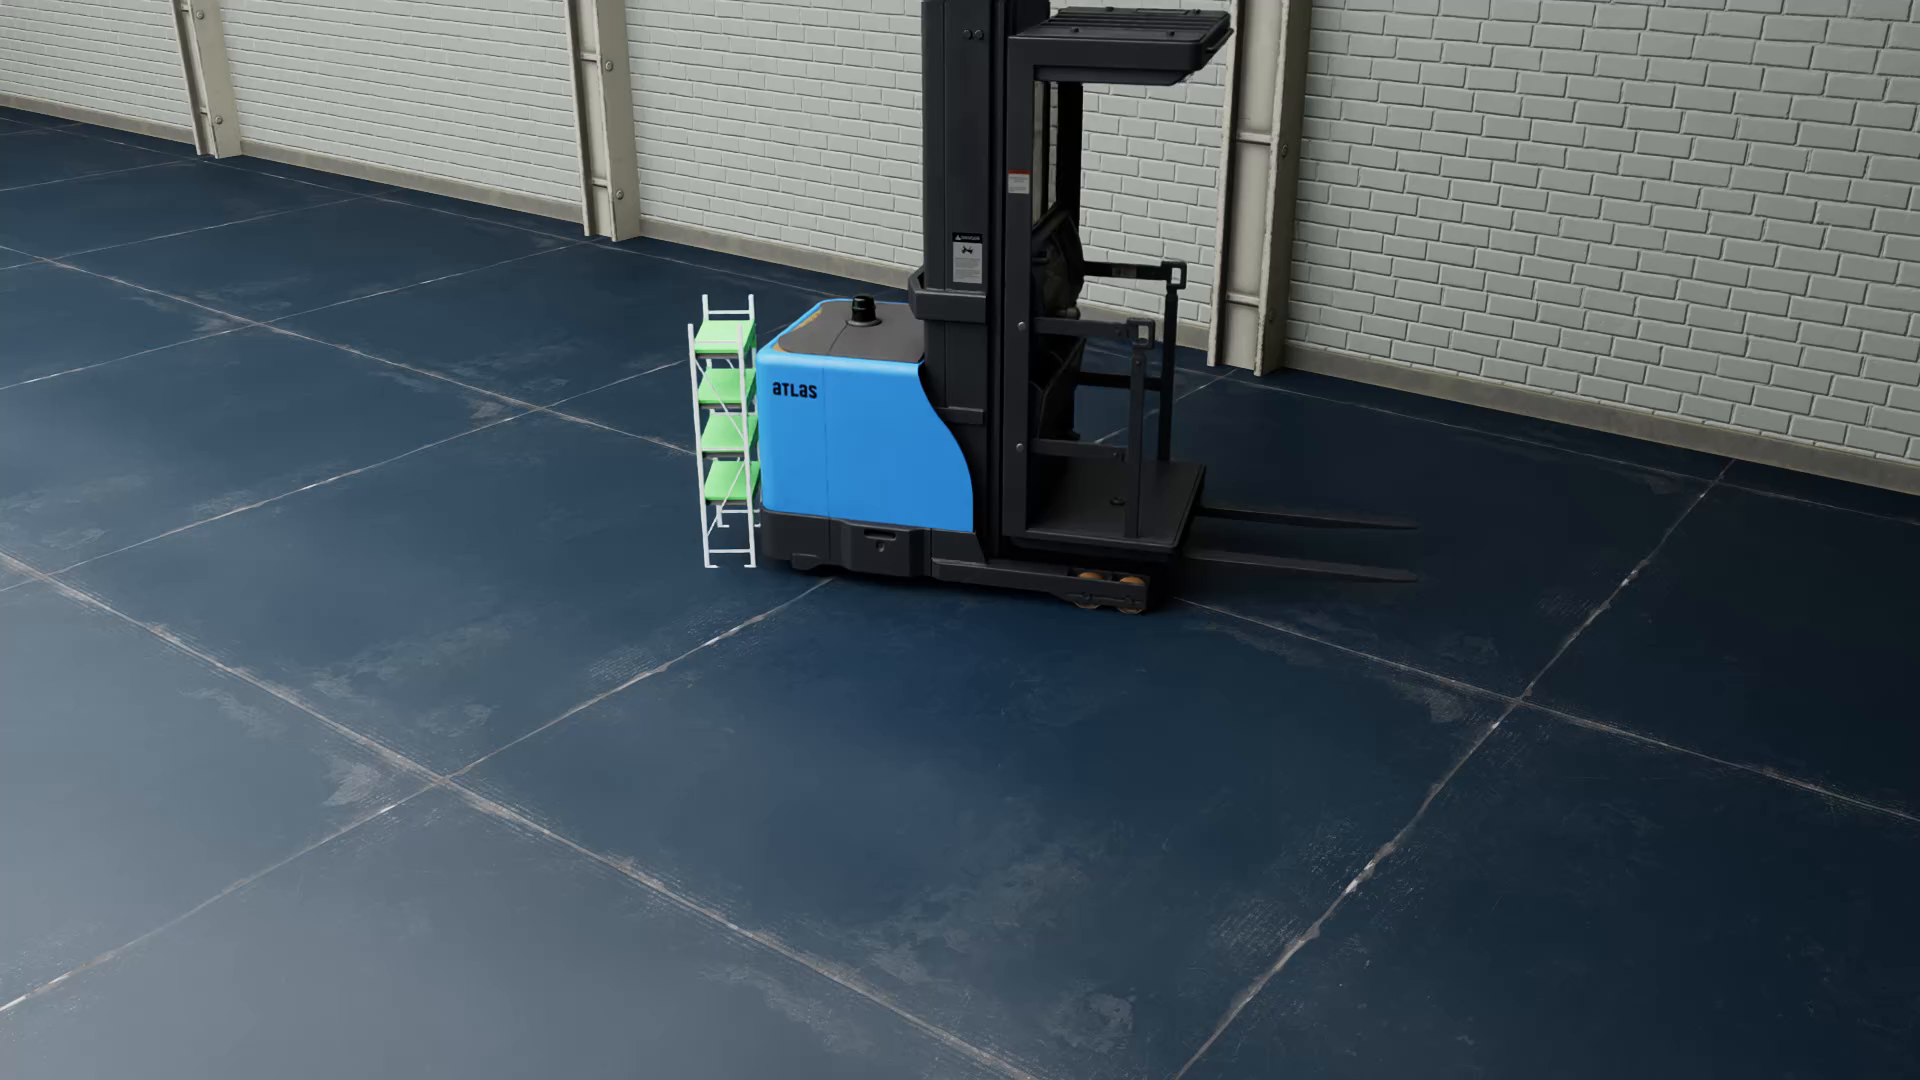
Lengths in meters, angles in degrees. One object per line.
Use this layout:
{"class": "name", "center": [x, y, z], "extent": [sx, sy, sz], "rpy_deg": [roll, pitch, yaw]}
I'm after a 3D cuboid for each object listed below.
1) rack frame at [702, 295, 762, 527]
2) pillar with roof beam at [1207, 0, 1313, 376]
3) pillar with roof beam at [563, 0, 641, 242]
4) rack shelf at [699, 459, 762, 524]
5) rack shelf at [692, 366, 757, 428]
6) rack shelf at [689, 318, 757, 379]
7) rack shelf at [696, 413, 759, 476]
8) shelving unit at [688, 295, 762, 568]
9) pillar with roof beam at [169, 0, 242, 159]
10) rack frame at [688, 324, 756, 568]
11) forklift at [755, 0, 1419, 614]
{"class": "rack frame", "center": [-1.104, -0.617, 8.160], "extent": [0.240, 1.200, 0.015], "rpy_deg": [0, 24, 0]}
{"class": "pillar with roof beam", "center": [-0.724, -3.871, 5.875], "extent": [0.400, 9.000, 9.100], "rpy_deg": [17, 29, 33]}
{"class": "pillar with roof beam", "center": [-5.525, -5.322, 9.168], "extent": [0.400, 9.000, 9.100], "rpy_deg": [17, 29, 33]}
{"class": "rack shelf", "center": [-1.101, -0.240, 8.059], "extent": [0.258, 0.148, 0.480], "rpy_deg": [0, 24, 0]}
{"class": "rack shelf", "center": [-1.102, -0.679, 7.866], "extent": [0.258, 0.148, 0.480], "rpy_deg": [0, 24, 0]}
{"class": "rack shelf", "center": [-1.103, -0.899, 7.769], "extent": [0.258, 0.148, 0.480], "rpy_deg": [0, 24, 0]}
{"class": "rack shelf", "center": [-1.101, -0.460, 7.963], "extent": [0.258, 0.148, 0.480], "rpy_deg": [0, 24, 0]}
{"class": "shelving unit", "center": [-1.102, -0.518, 7.937], "extent": [0.258, 1.200, 0.503], "rpy_deg": [0, 24, 0]}
{"class": "pillar with roof beam", "center": [-10.326, -6.773, 12.461], "extent": [0.400, 9.000, 9.100], "rpy_deg": [17, 29, 33]}
{"class": "rack frame", "center": [-1.099, -0.420, 7.714], "extent": [0.240, 1.200, 0.015], "rpy_deg": [0, 24, 0]}
{"class": "forklift", "center": [0.627, -1.244, 7.438], "extent": [3.031, 2.935, 1.130], "rpy_deg": [6, 24, 13]}
